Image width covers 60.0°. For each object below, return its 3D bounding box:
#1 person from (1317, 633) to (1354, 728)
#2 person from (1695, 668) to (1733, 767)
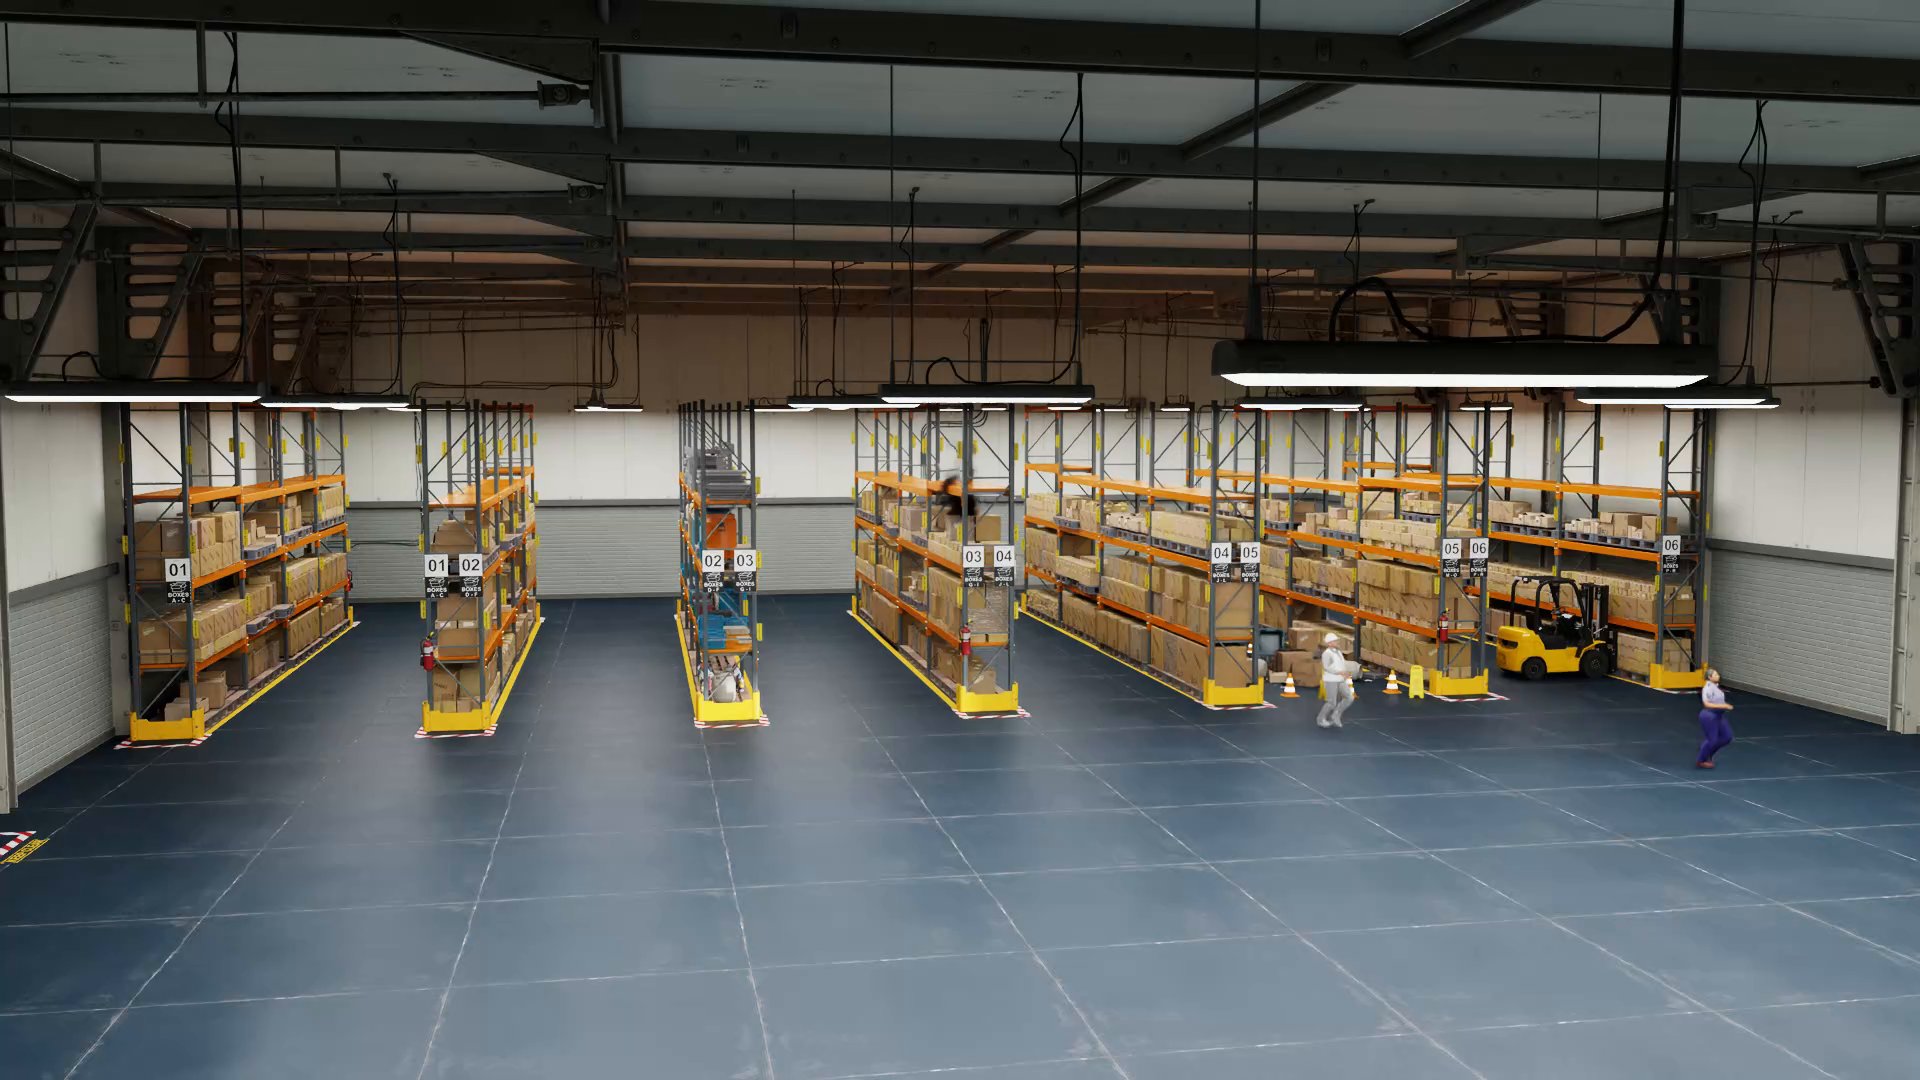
[{"bbox_3d":[6.847,2.567,30.348,0.672,1.755,0.668,4,6,41],"label":"person"},{"bbox_3d":[12.217,2.890,26.872,0.576,1.606,0.591,4,6,40],"label":"person"}]
